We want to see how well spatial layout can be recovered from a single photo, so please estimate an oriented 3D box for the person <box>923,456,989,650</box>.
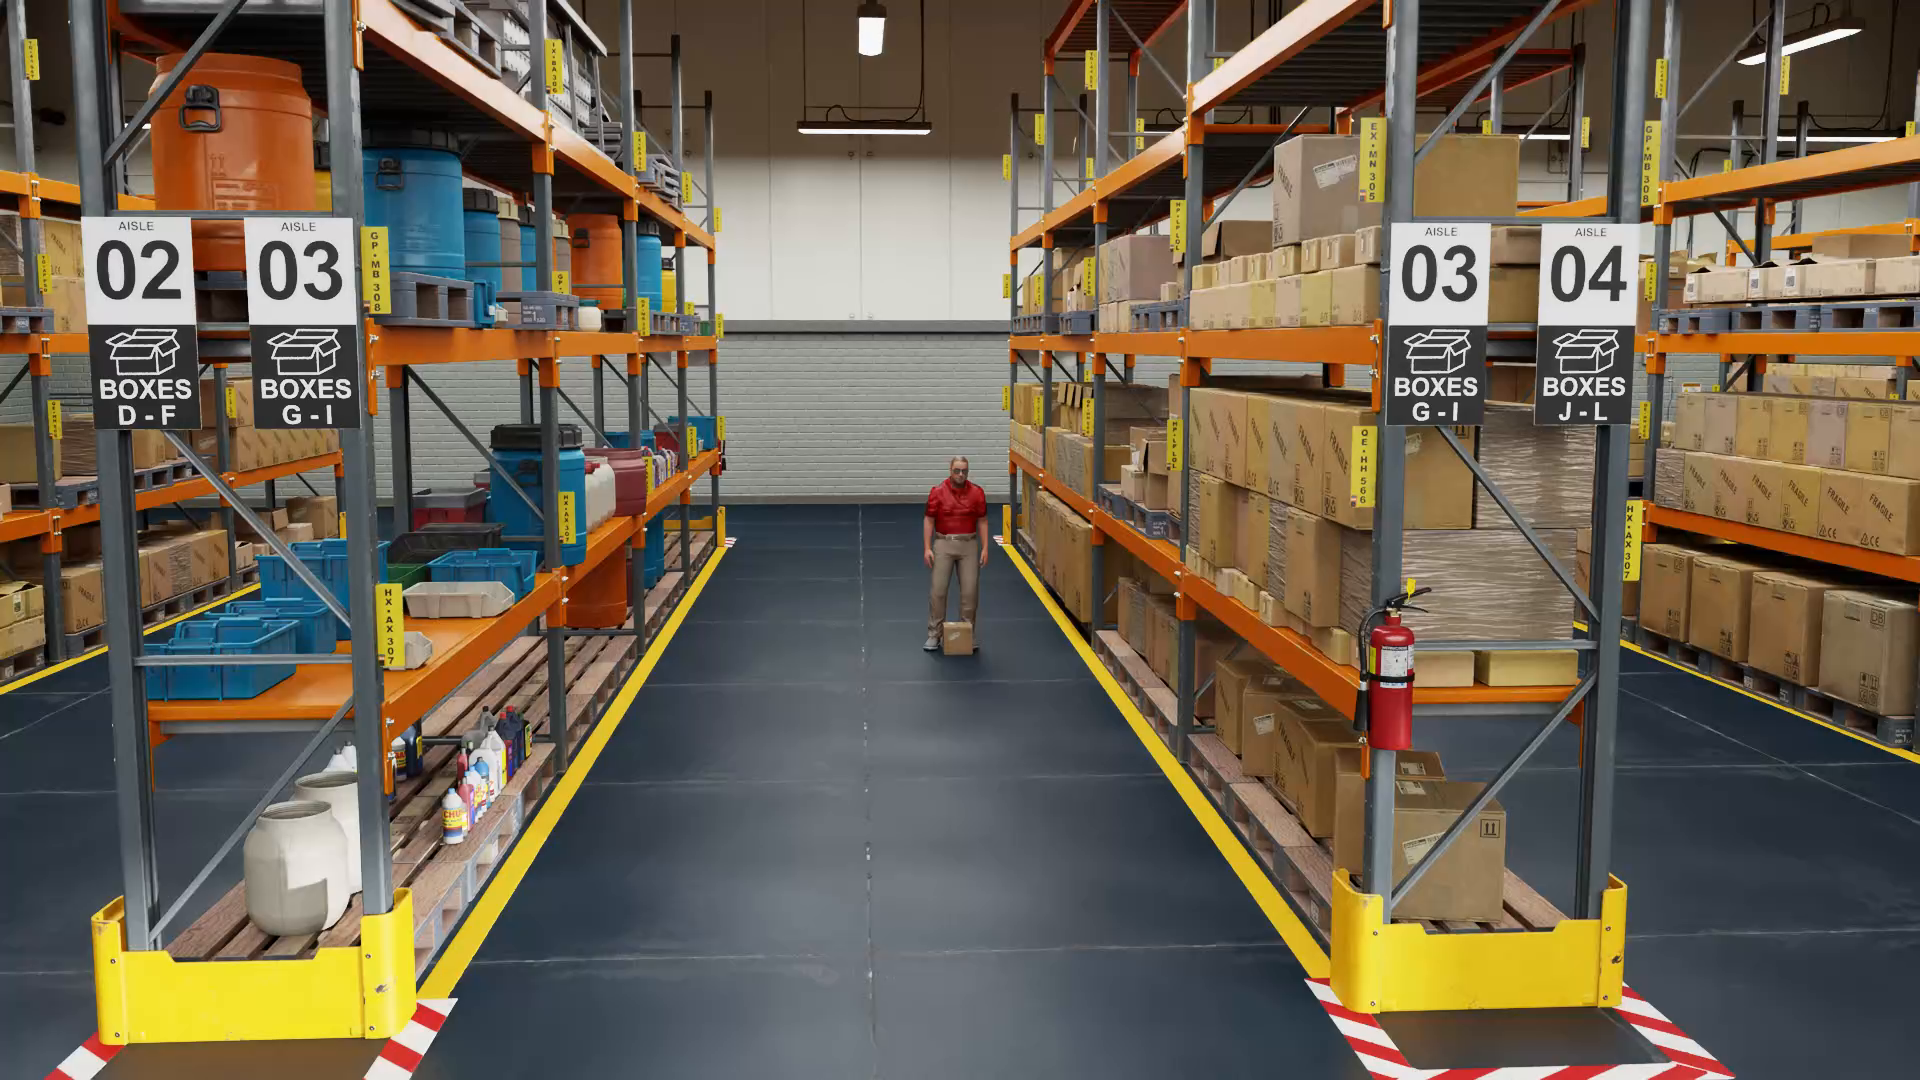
[{"bbox_3d":[-0.038,0.107,14.897,0.606,1.728,0.386,-1,7,-7],"label":"person"}]
